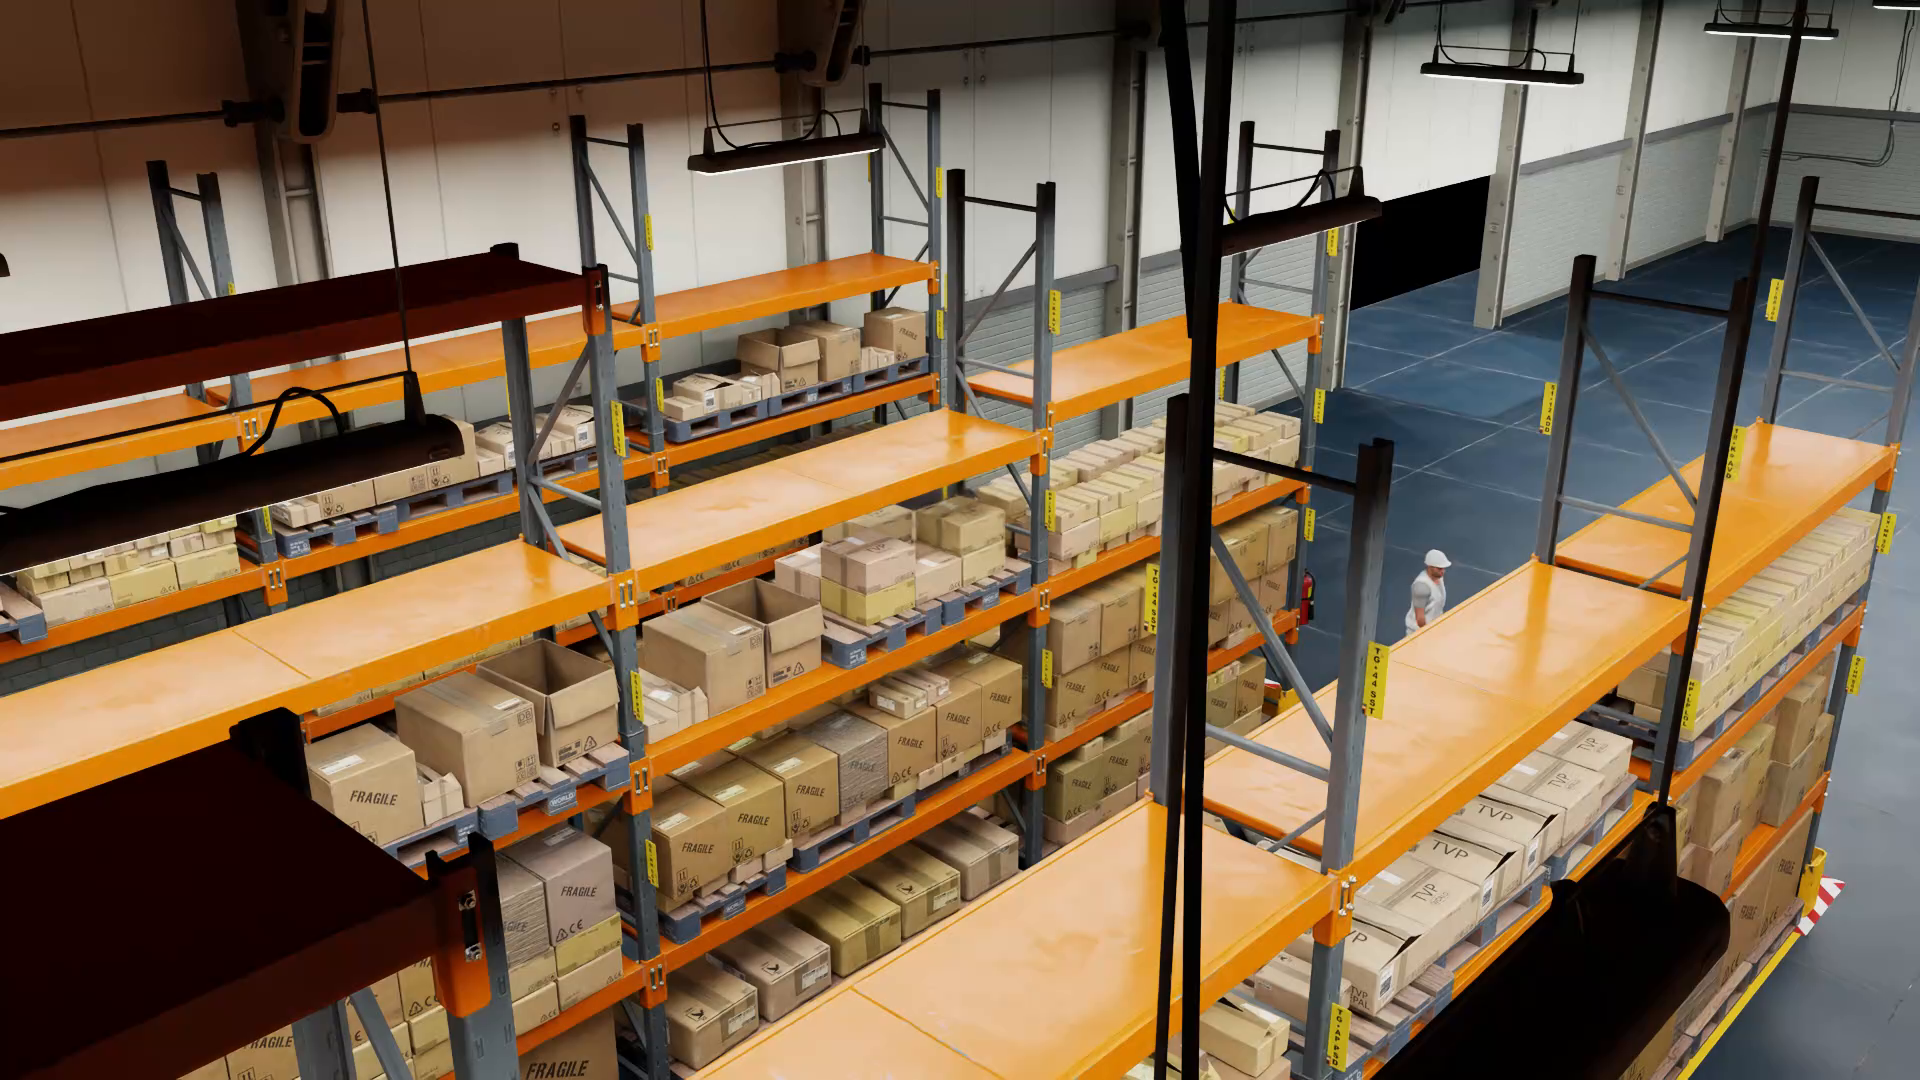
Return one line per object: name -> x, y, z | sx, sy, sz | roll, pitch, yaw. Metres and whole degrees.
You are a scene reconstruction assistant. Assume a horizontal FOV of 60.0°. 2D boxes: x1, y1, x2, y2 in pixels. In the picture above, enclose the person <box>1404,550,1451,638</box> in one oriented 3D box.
person -> 4.888, 0.904, 17.208 | 0.940, 1.733, 0.591 | 17, 27, 38
